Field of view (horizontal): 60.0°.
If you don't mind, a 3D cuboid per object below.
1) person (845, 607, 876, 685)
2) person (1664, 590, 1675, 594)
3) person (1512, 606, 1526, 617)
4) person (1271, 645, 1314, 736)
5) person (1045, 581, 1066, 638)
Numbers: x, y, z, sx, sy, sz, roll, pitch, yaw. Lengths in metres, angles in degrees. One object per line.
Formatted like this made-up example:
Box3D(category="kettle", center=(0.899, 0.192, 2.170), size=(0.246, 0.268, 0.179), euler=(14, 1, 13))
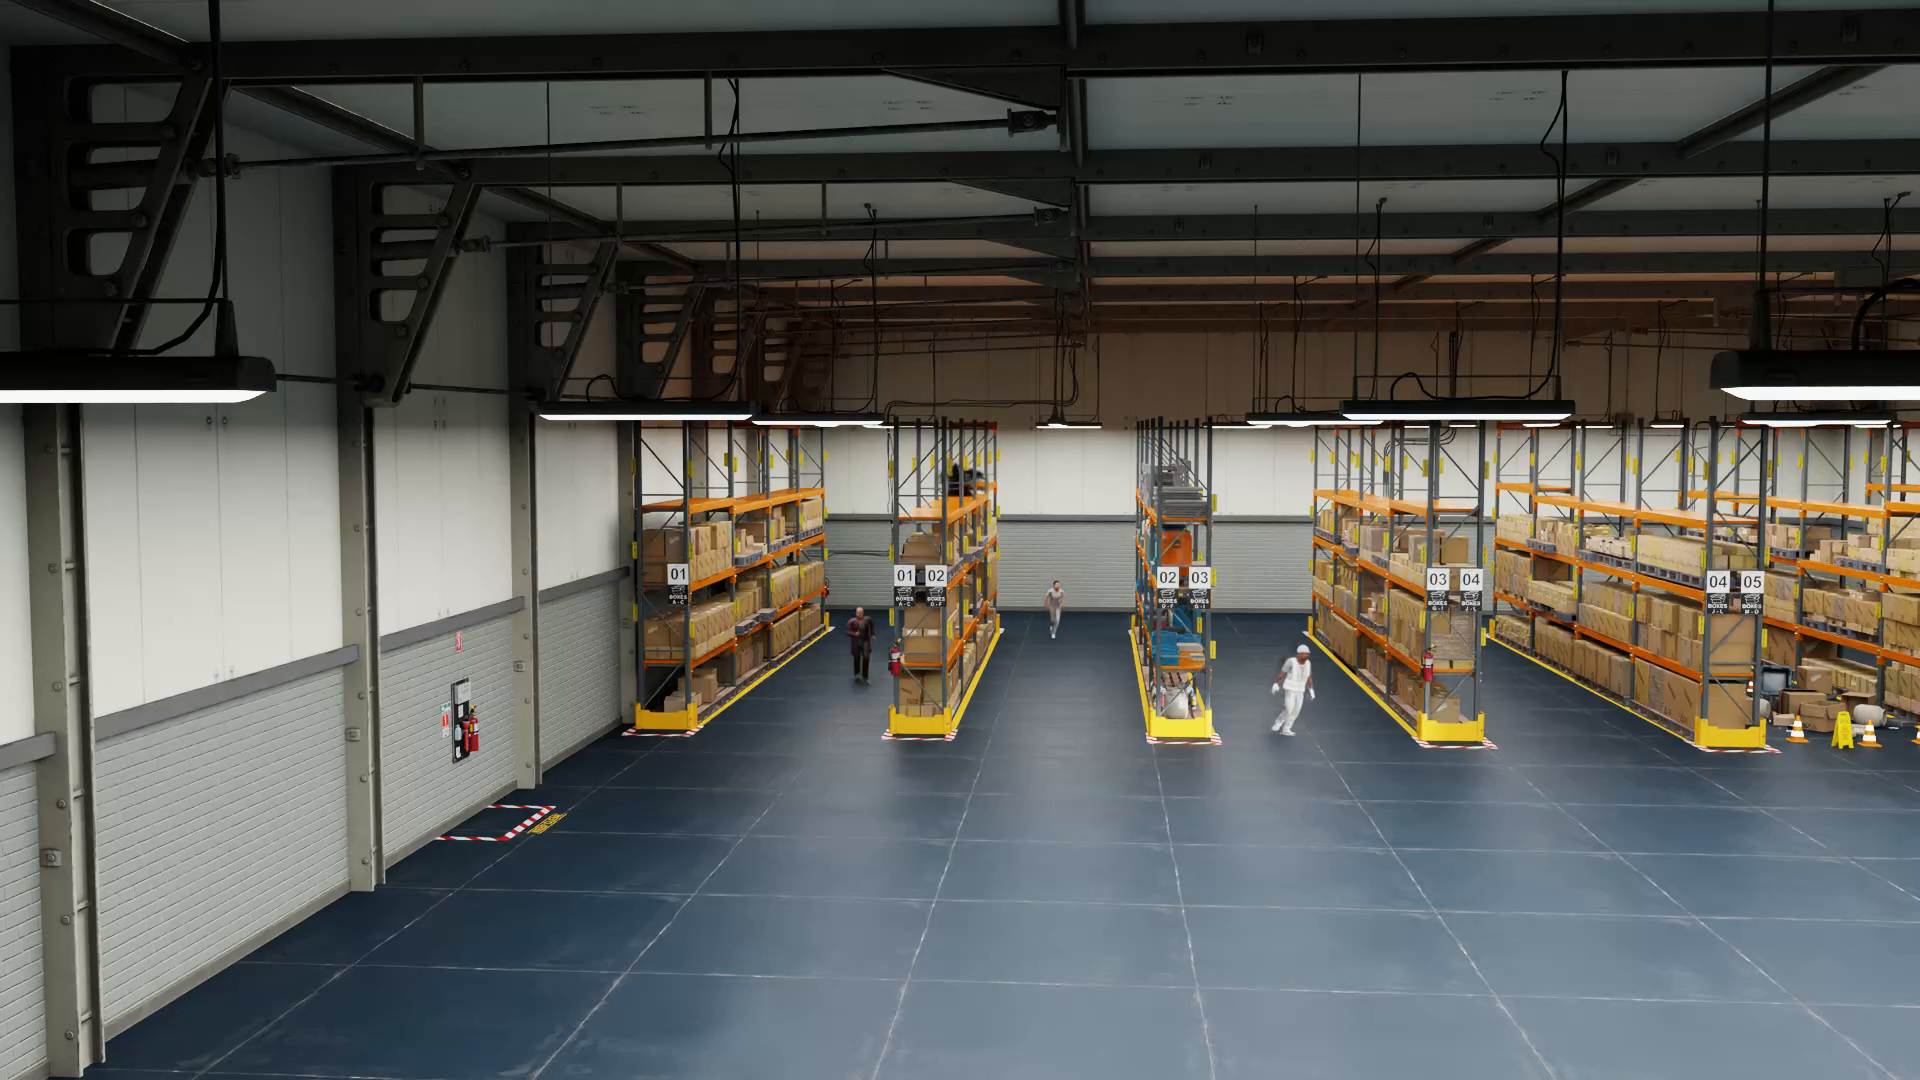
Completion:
Box3D(category="person", center=(-2.261, 2.389, 37.859), size=(0.710, 1.758, 1.058), euler=(0, 4, -7))
Box3D(category="person", center=(20.357, 1.794, 47.542), size=(0.562, 1.653, 0.655), euler=(0, 4, 5))
Box3D(category="person", center=(16.013, 1.835, 47.141), size=(0.686, 1.683, 0.607), euler=(1, 4, 16))
Box3D(category="person", center=(6.254, 2.821, 31.205), size=(0.716, 1.734, 0.619), euler=(-2, 4, -27))
Box3D(category="person", center=(2.644, 1.911, 46.237), size=(0.554, 1.605, 0.631), euler=(-1, 4, -10))
